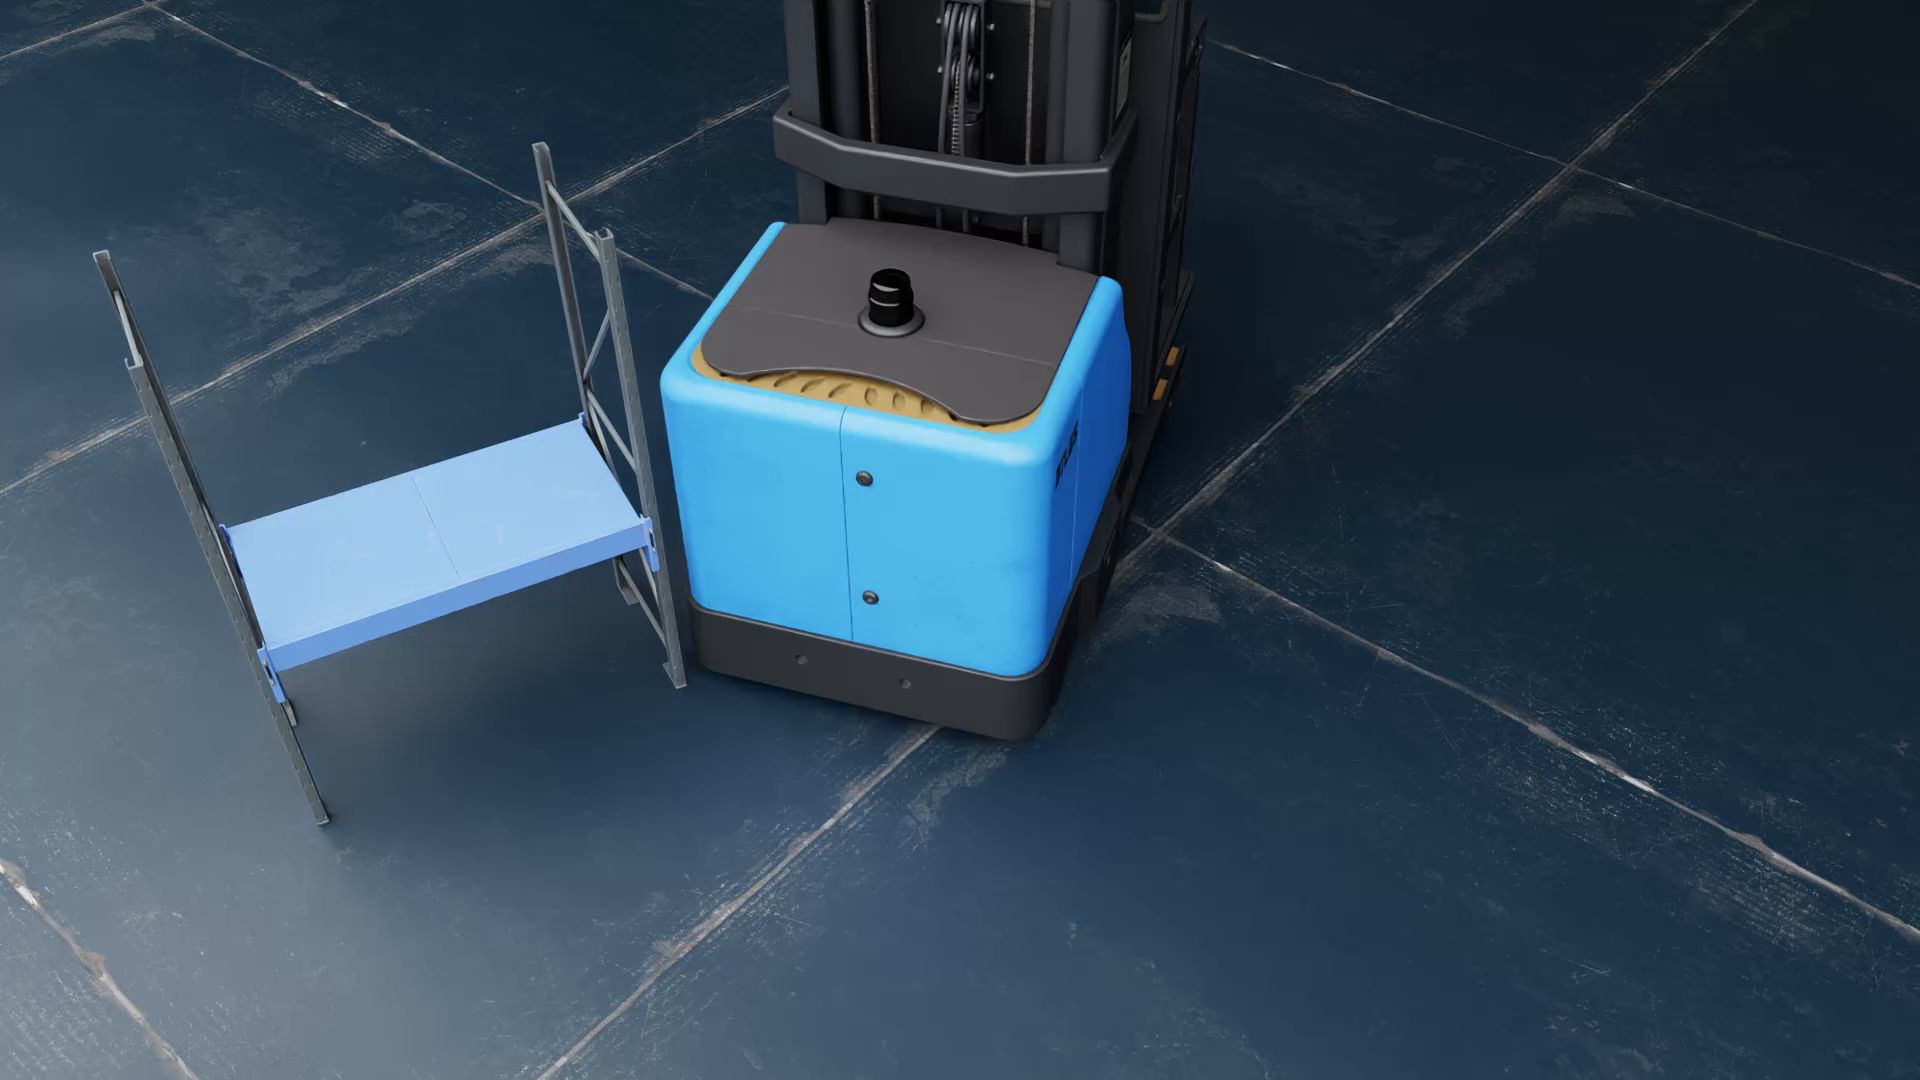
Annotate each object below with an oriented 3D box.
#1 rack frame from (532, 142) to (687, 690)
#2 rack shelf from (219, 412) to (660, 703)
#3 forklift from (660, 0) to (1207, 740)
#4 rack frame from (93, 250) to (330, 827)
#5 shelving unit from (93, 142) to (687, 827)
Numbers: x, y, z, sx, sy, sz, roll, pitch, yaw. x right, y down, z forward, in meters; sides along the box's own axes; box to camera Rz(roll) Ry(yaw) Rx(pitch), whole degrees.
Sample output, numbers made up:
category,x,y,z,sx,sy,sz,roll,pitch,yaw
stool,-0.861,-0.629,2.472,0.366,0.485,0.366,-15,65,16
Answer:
category,x,y,z,sx,sy,sz,roll,pitch,yaw
rack frame,-0.920,-0.276,4.439,0.032,1.500,0.500,-20,46,-21
rack shelf,-1.365,0.022,4.378,1.000,0.185,0.538,-20,46,-21
forklift,0.157,-1.544,4.769,1.130,2.935,3.031,12,44,13
rack frame,-1.810,0.054,4.076,0.032,1.500,0.500,-20,46,-21
shelving unit,-1.365,-0.111,4.257,1.048,1.500,0.538,-20,46,-21
